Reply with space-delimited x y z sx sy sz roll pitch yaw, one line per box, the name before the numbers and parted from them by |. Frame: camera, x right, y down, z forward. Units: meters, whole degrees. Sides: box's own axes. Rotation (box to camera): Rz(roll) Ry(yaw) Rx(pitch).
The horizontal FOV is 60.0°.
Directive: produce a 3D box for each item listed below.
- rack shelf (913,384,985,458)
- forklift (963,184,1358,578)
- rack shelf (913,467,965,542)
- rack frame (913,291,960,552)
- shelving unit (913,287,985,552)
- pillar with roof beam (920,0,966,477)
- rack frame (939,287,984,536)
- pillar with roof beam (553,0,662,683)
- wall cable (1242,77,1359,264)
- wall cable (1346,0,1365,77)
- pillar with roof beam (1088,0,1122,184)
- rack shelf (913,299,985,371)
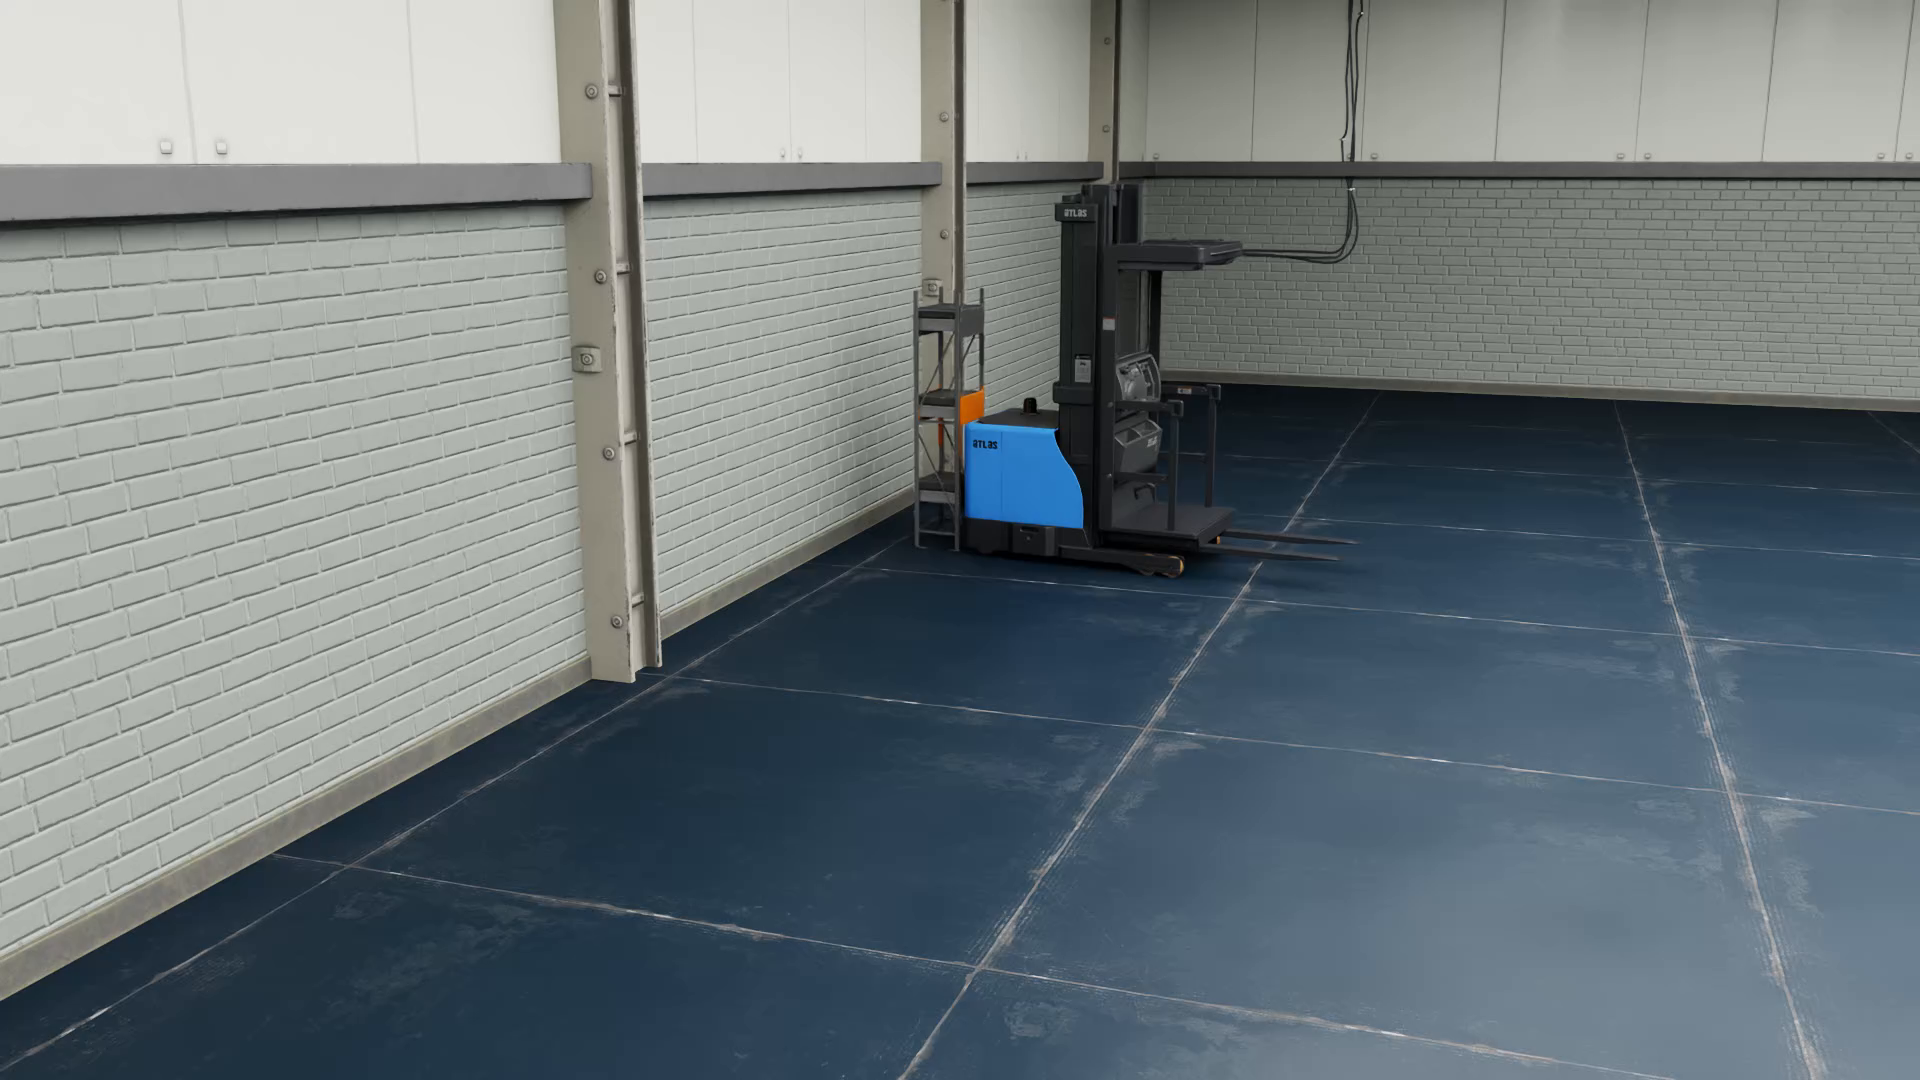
rack shelf | -0.087 -0.983 13.634 0.431 0.518 0.480 6 14 23
forklift | 1.581 -1.274 12.981 3.031 2.935 1.130 6 14 24
rack shelf | -0.088 -0.300 13.789 0.431 0.518 0.480 6 14 23
rack frame | -0.187 -0.947 13.413 0.400 2.100 0.015 6 14 23
shelving unit | -0.087 -0.996 13.630 0.431 2.100 0.503 6 14 23
pillar with roof beam | 3.924 -4.519 13.566 9.100 9.000 0.400 4 14 18
rack frame | 0.012 -1.045 13.848 0.400 2.100 0.015 6 14 23
pillar with roof beam | 1.982 -3.256 8.031 9.100 9.000 0.400 4 14 18
wall cable | 3.996 -5.104 23.105 3.097 2.526 0.112 4 14 18
wall cable | 6.556 -7.371 21.689 3.097 2.526 0.112 4 14 18
pillar with roof beam | 5.865 -5.783 19.101 9.100 9.000 0.400 4 14 18
rack shelf | -0.087 -1.665 13.478 0.431 0.518 0.480 6 14 23
